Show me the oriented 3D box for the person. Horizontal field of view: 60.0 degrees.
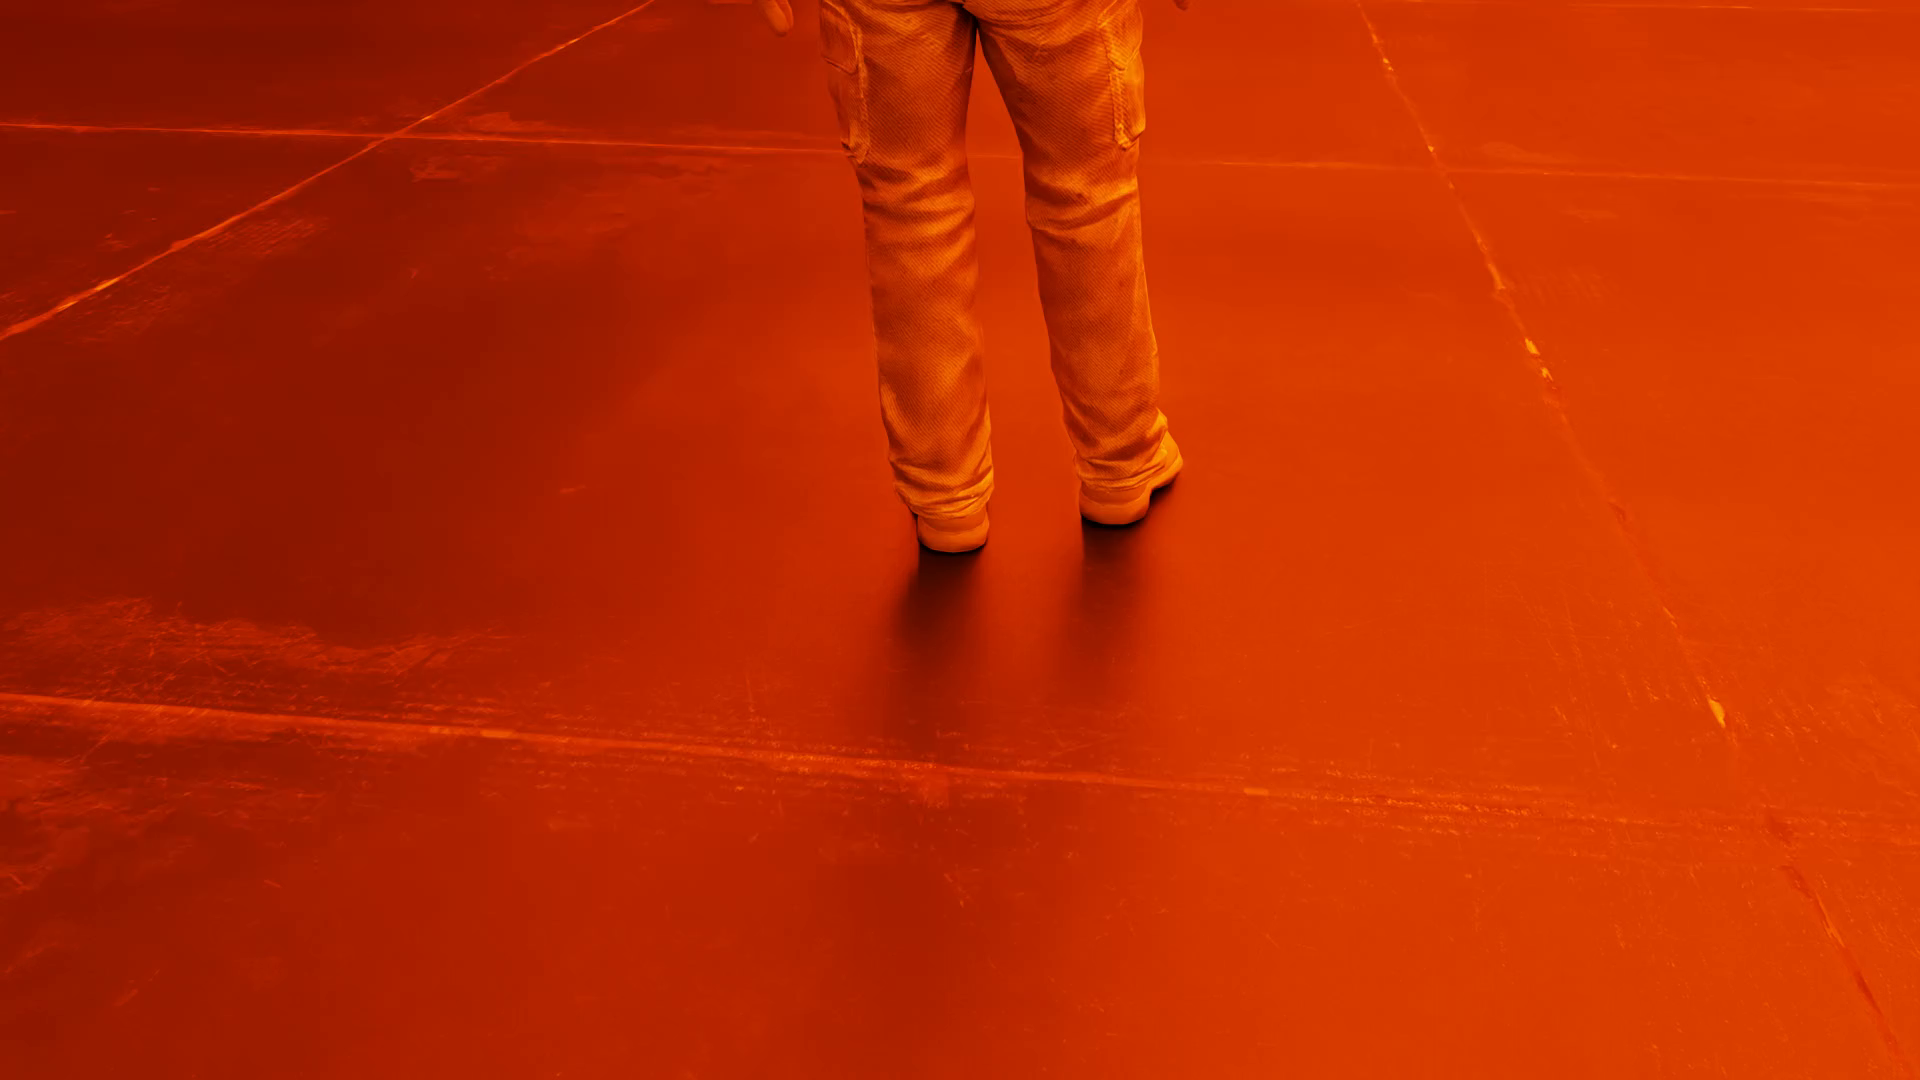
[{"bbox_3d":[0.018,-0.835,2.162,0.657,1.783,0.575,3,27,7],"label":"person"}]
